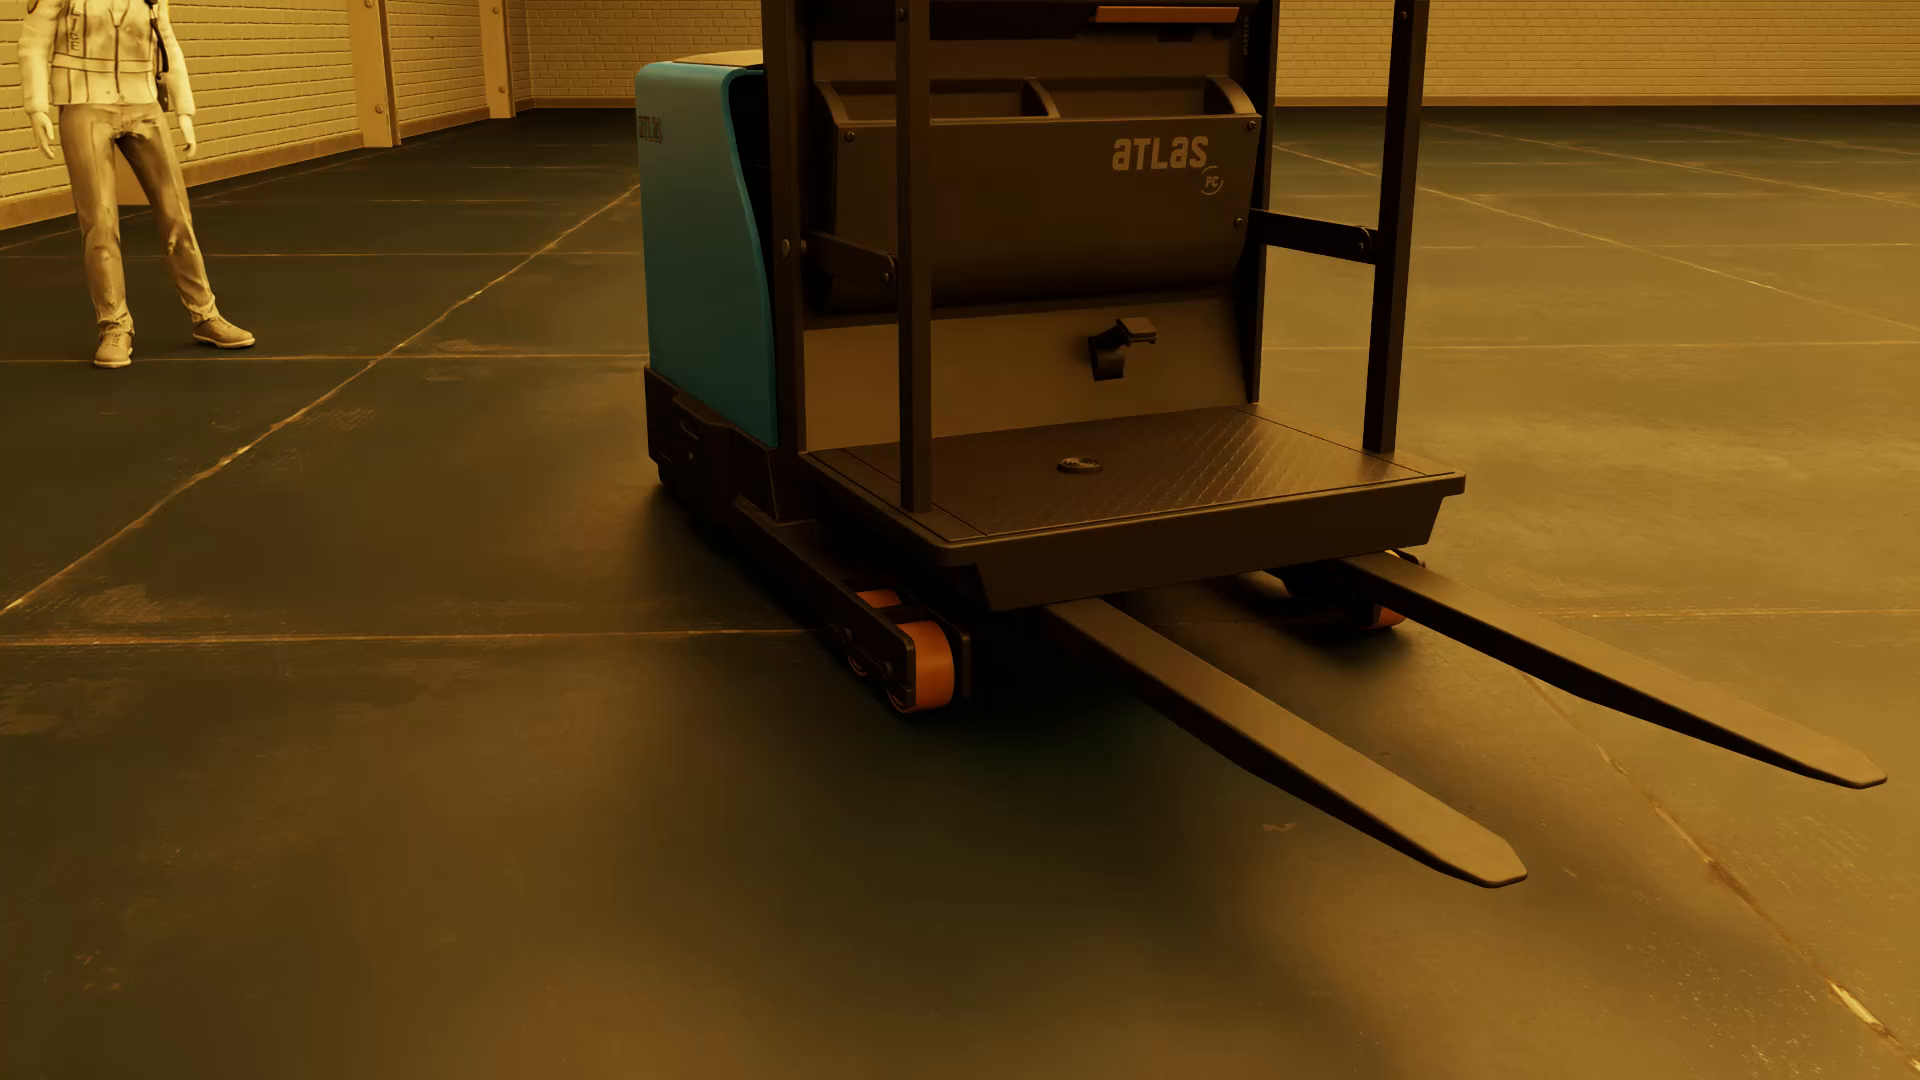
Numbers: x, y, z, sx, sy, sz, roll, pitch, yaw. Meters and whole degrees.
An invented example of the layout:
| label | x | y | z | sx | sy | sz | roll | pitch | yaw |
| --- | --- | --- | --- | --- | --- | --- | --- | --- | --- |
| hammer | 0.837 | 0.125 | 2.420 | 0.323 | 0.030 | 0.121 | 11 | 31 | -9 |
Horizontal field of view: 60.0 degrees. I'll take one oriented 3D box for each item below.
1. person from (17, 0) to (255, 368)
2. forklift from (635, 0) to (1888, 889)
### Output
| label | x | y | z | sx | sy | sz | roll | pitch | yaw |
| --- | --- | --- | --- | --- | --- | --- | --- | --- | --- |
| person | -2.994 | -1.492 | 5.962 | 0.421 | 1.668 | 0.642 | 16 | 23 | 42 |
| forklift | 0.258 | -1.240 | 2.962 | 1.130 | 2.935 | 3.031 | -8 | 19 | -24 |
